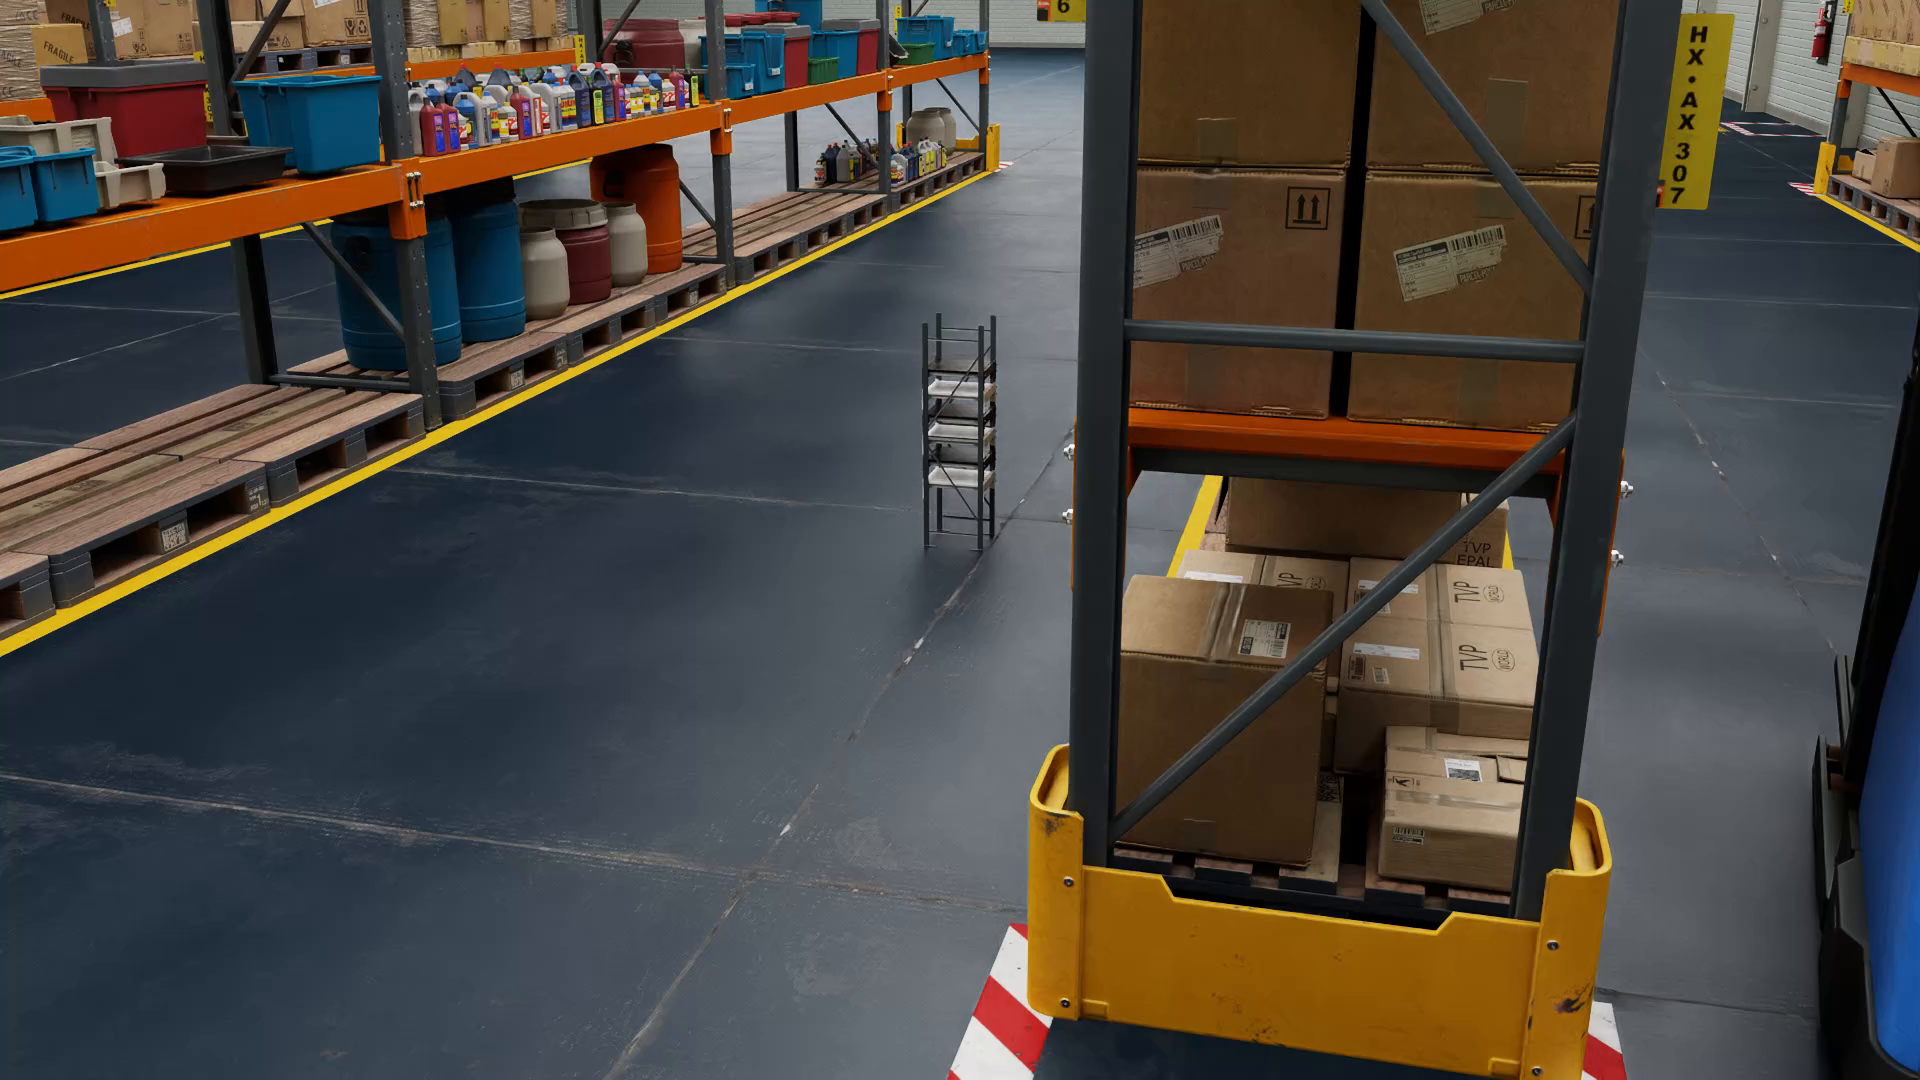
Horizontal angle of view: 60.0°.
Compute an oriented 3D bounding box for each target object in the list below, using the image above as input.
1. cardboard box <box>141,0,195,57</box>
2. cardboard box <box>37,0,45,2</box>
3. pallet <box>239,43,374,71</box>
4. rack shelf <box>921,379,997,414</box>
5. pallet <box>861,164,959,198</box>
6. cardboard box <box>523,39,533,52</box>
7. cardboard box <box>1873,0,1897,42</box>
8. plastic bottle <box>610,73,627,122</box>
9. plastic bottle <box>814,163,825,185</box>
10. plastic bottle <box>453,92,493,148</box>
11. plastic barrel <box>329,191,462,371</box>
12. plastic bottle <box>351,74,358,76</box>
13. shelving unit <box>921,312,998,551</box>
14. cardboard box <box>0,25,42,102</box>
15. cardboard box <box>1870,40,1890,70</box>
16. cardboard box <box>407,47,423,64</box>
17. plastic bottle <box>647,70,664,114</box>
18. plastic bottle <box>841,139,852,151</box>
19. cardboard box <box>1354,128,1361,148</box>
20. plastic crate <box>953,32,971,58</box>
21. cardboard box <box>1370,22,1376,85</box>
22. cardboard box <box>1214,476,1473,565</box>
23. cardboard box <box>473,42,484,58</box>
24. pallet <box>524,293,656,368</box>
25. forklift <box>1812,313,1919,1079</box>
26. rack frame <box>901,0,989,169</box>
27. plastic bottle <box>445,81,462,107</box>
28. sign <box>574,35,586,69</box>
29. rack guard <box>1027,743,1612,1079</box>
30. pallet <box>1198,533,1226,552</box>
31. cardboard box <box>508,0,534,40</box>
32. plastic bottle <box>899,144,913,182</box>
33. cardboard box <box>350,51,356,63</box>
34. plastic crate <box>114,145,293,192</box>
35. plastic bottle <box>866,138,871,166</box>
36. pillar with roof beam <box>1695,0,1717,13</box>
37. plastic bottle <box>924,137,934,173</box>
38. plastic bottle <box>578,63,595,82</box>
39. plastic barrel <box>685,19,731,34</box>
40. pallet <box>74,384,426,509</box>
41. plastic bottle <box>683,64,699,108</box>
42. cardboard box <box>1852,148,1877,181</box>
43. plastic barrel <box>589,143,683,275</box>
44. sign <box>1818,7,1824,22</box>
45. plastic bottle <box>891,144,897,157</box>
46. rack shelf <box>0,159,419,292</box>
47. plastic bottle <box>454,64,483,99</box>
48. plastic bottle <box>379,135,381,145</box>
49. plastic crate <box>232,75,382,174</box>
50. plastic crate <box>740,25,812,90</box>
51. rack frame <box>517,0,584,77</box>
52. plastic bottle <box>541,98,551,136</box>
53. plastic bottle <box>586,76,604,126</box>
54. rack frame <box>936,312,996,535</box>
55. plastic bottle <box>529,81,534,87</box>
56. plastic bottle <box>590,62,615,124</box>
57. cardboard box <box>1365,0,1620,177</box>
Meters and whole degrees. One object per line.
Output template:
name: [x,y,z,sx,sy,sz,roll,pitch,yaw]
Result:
cardboard box: [-6.793,-4.259,13.711,0.700,0.500,0.500,8,20,21]
cardboard box: [-10.588,-6.211,18.328,0.875,0.550,0.550,5,19,13]
pallet: [-6.276,-4.592,15.788,1.003,0.211,1.213,5,19,13]
rack shelf: [-0.002,-0.562,6.487,0.258,0.077,0.200,5,19,13]
pallet: [-0.644,-3.791,17.460,1.003,0.211,1.213,5,19,13]
cardboard box: [-5.090,-5.627,18.911,0.380,0.149,0.250,5,19,13]
cardboard box: [8.768,-4.843,15.267,0.500,0.500,0.500,4,19,12]
plastic bottle: [-2.087,-2.692,10.109,0.061,0.283,0.133,5,19,13]
plastic bottle: [-1.359,-3.542,16.066,0.097,0.201,0.097,0,19,0]
plastic bottle: [-2.528,-2.183,8.631,0.152,0.276,0.135,5,19,13]
plastic barrel: [-2.950,-1.387,8.705,0.600,0.901,0.708,5,19,13]
plastic bottle: [-3.192,-2.303,8.866,0.144,0.351,0.185,5,19,13]
shelving unit: [-0.002,-0.423,6.535,0.258,0.900,0.210,5,19,13]
cardboard box: [-6.933,-3.375,11.772,0.500,0.500,0.500,4,19,13]
cardboard box: [8.769,-4.479,15.360,0.500,0.250,0.500,4,19,13]
cardboard box: [-5.604,-4.836,16.593,0.380,0.149,0.250,5,19,13]
plastic bottle: [-1.957,-2.877,10.668,0.097,0.271,0.097,0,19,0]
plastic bottle: [-1.141,-3.861,16.767,0.144,0.351,0.185,5,19,13]
cardboard box: [0.694,-0.738,4.054,0.500,0.500,0.500,5,19,14]
plastic crate: [-0.164,-5.320,17.851,0.499,0.251,0.408,5,19,13]
cardboard box: [1.189,-1.853,5.771,0.500,0.500,0.500,4,19,12]
cardboard box: [1.249,-0.058,5.397,0.797,0.503,0.637,5,19,13]
cardboard box: [-5.322,-5.230,17.746,0.380,0.149,0.250,5,19,13]
pallet: [-2.575,-1.315,10.211,1.003,0.211,1.213,5,19,13]
forklift: [2.744,-0.519,3.674,1.130,2.935,3.031,9,21,24]
rack frame: [-0.168,-5.774,18.950,1.000,3.000,0.127,5,19,13]
plastic bottle: [-2.889,-2.484,9.518,0.097,0.271,0.097,0,19,0]
sign: [-2.657,-3.385,11.704,0.100,0.325,0.005,5,19,13]
rack guard: [0.744,0.793,3.593,1.175,0.500,0.348,5,19,13]
pallet: [1.238,0.298,5.488,1.003,0.211,1.213,5,19,13]
cardboard box: [-5.301,-5.863,18.598,0.875,0.500,0.500,5,19,13]
plastic bottle: [-0.545,-3.695,16.282,0.144,0.351,0.185,5,20,15]
cardboard box: [-6.180,-4.883,16.731,0.380,0.149,0.250,5,19,13]
plastic crate: [-3.113,-1.539,6.884,0.437,0.125,0.590,5,19,13]
plastic bottle: [-0.986,-4.083,17.523,0.061,0.283,0.133,5,19,14]
pillar with roof beam: [10.330,-13.524,32.361,9.100,9.000,0.400,5,19,13]
plastic bottle: [-0.350,-3.945,17.016,0.144,0.351,0.185,5,20,16]
plastic bottle: [-2.541,-3.097,11.307,0.152,0.276,0.135,5,19,13]
plastic barrel: [-1.975,-3.790,12.971,0.421,0.512,0.421,0,19,0]
pallet: [-3.242,-0.459,7.706,1.003,0.211,1.213,5,19,13]
plastic bottle: [-1.807,-3.050,11.158,0.061,0.283,0.133,5,19,13]
cardboard box: [9.183,-3.717,16.409,0.500,0.311,0.500,2,19,7]
plastic barrel: [-2.225,-2.283,11.439,0.600,0.830,0.708,5,19,13]
sign: [12.449,-7.538,24.060,0.001,0.329,0.234,5,19,13]
plastic bottle: [-0.685,-3.706,16.315,0.144,0.351,0.185,5,19,13]
rack shelf: [-3.588,-1.045,6.220,1.077,0.370,4.000,5,19,13]
plastic bottle: [-2.923,-2.648,9.877,0.144,0.351,0.185,5,19,13]
plastic bottle: [-3.102,-2.178,8.731,0.097,0.201,0.097,0,19,0]
plastic crate: [-2.883,-1.860,7.424,0.392,0.384,0.575,5,19,13]
plastic crate: [-1.431,-3.779,13.011,0.402,0.464,0.583,5,19,13]
rack frame: [-4.971,-6.165,20.096,1.000,3.000,0.127,5,19,13]
plastic bottle: [-2.336,-2.358,9.257,0.097,0.201,0.097,0,19,0]
plastic bottle: [-2.164,-2.592,9.817,0.061,0.283,0.133,5,19,13]
rack frame: [0.023,-0.455,6.628,0.240,0.900,0.006,5,19,13]
plastic bottle: [-2.742,-2.841,10.672,0.097,0.201,0.097,0,19,0]
plastic bottle: [-2.166,-2.678,9.962,0.144,0.351,0.185,5,19,13]
cardboard box: [1.090,-1.005,3.288,0.500,0.500,0.500,5,20,15]
